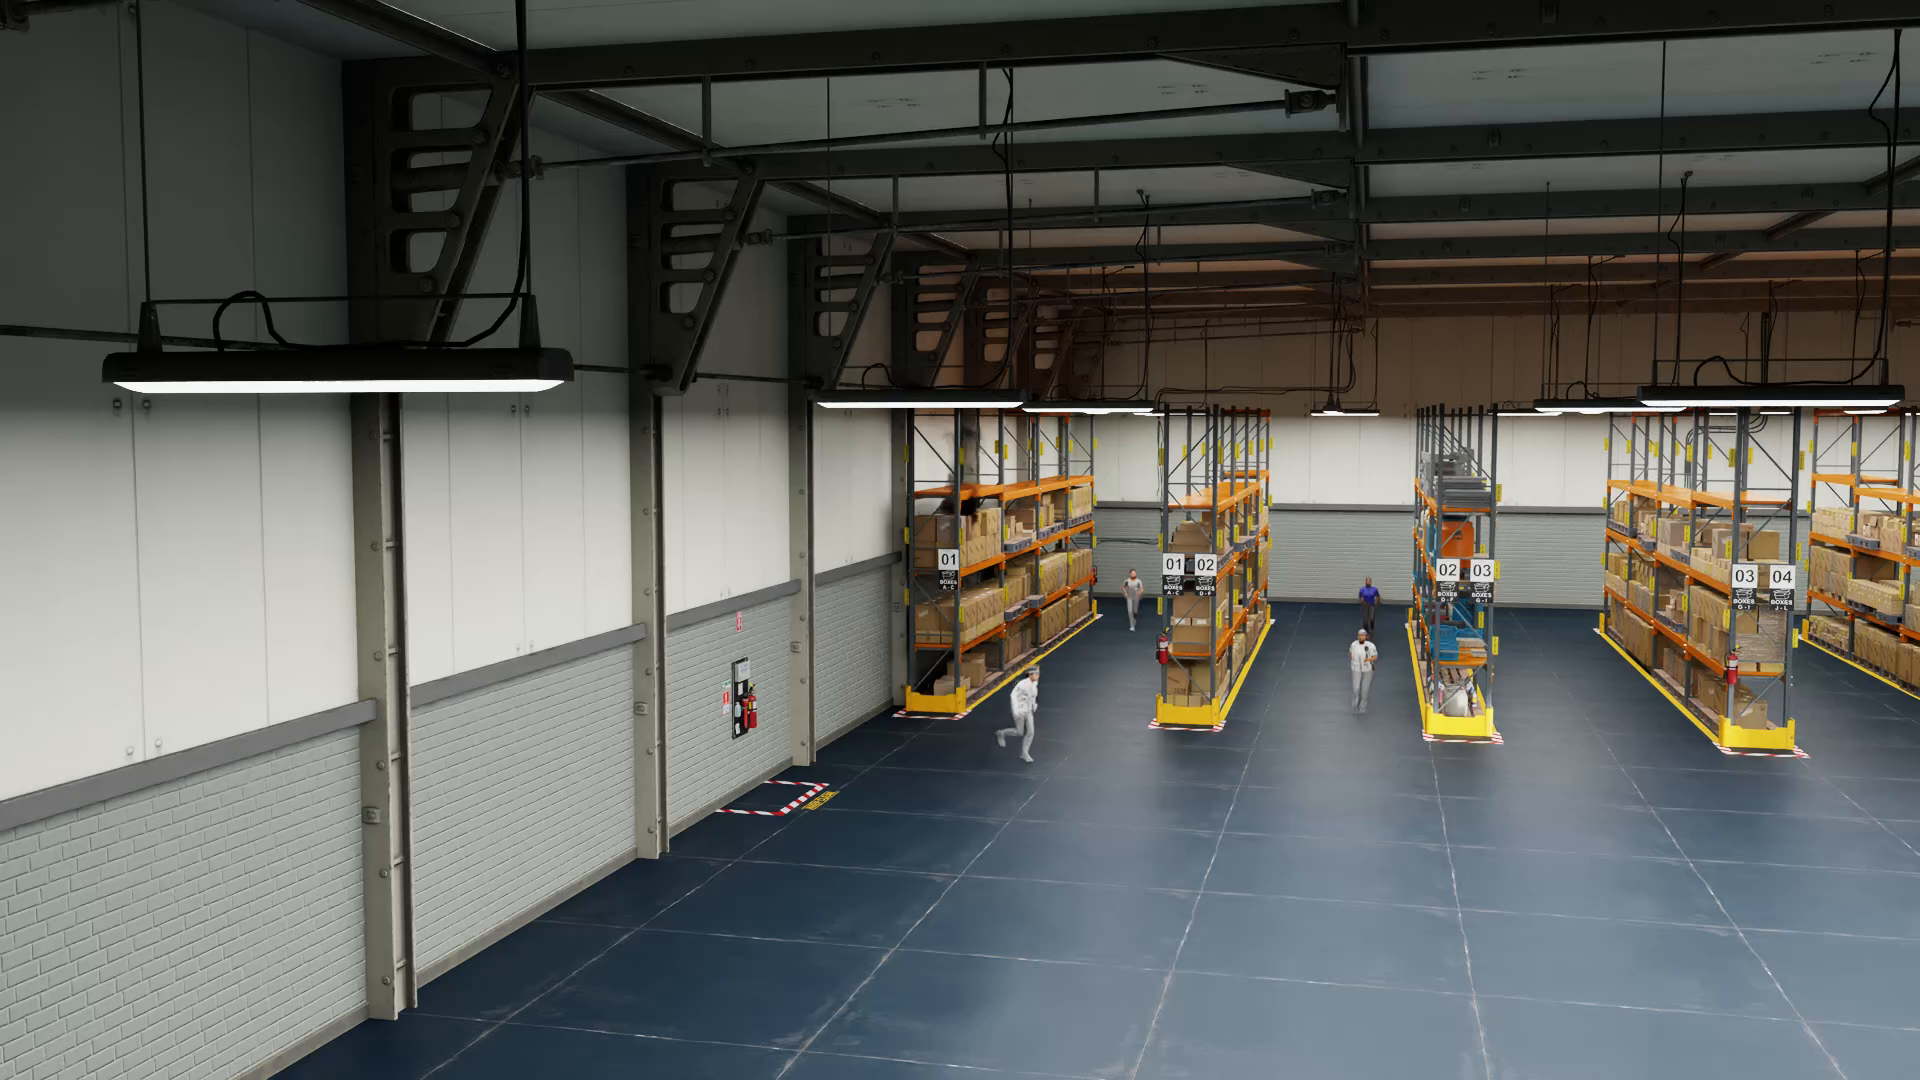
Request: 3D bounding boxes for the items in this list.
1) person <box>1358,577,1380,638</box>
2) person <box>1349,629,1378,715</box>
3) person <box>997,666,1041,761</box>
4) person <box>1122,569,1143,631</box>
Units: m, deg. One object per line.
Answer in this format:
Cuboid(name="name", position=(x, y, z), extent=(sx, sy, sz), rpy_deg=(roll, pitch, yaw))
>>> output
Cuboid(name="person", position=(10.625, 1.770, 43.187), extent=(0.551, 1.610, 0.663), rpy_deg=(1, 4, 13))
Cuboid(name="person", position=(7.796, 2.573, 32.218), extent=(0.576, 1.680, 0.671), rpy_deg=(2, 4, 21))
Cuboid(name="person", position=(0.994, 2.902, 28.068), extent=(0.841, 1.633, 0.619), rpy_deg=(3, 5, 33))
Cuboid(name="person", position=(4.699, 1.617, 45.272), extent=(0.566, 1.658, 0.809), rpy_deg=(0, 4, 6))
